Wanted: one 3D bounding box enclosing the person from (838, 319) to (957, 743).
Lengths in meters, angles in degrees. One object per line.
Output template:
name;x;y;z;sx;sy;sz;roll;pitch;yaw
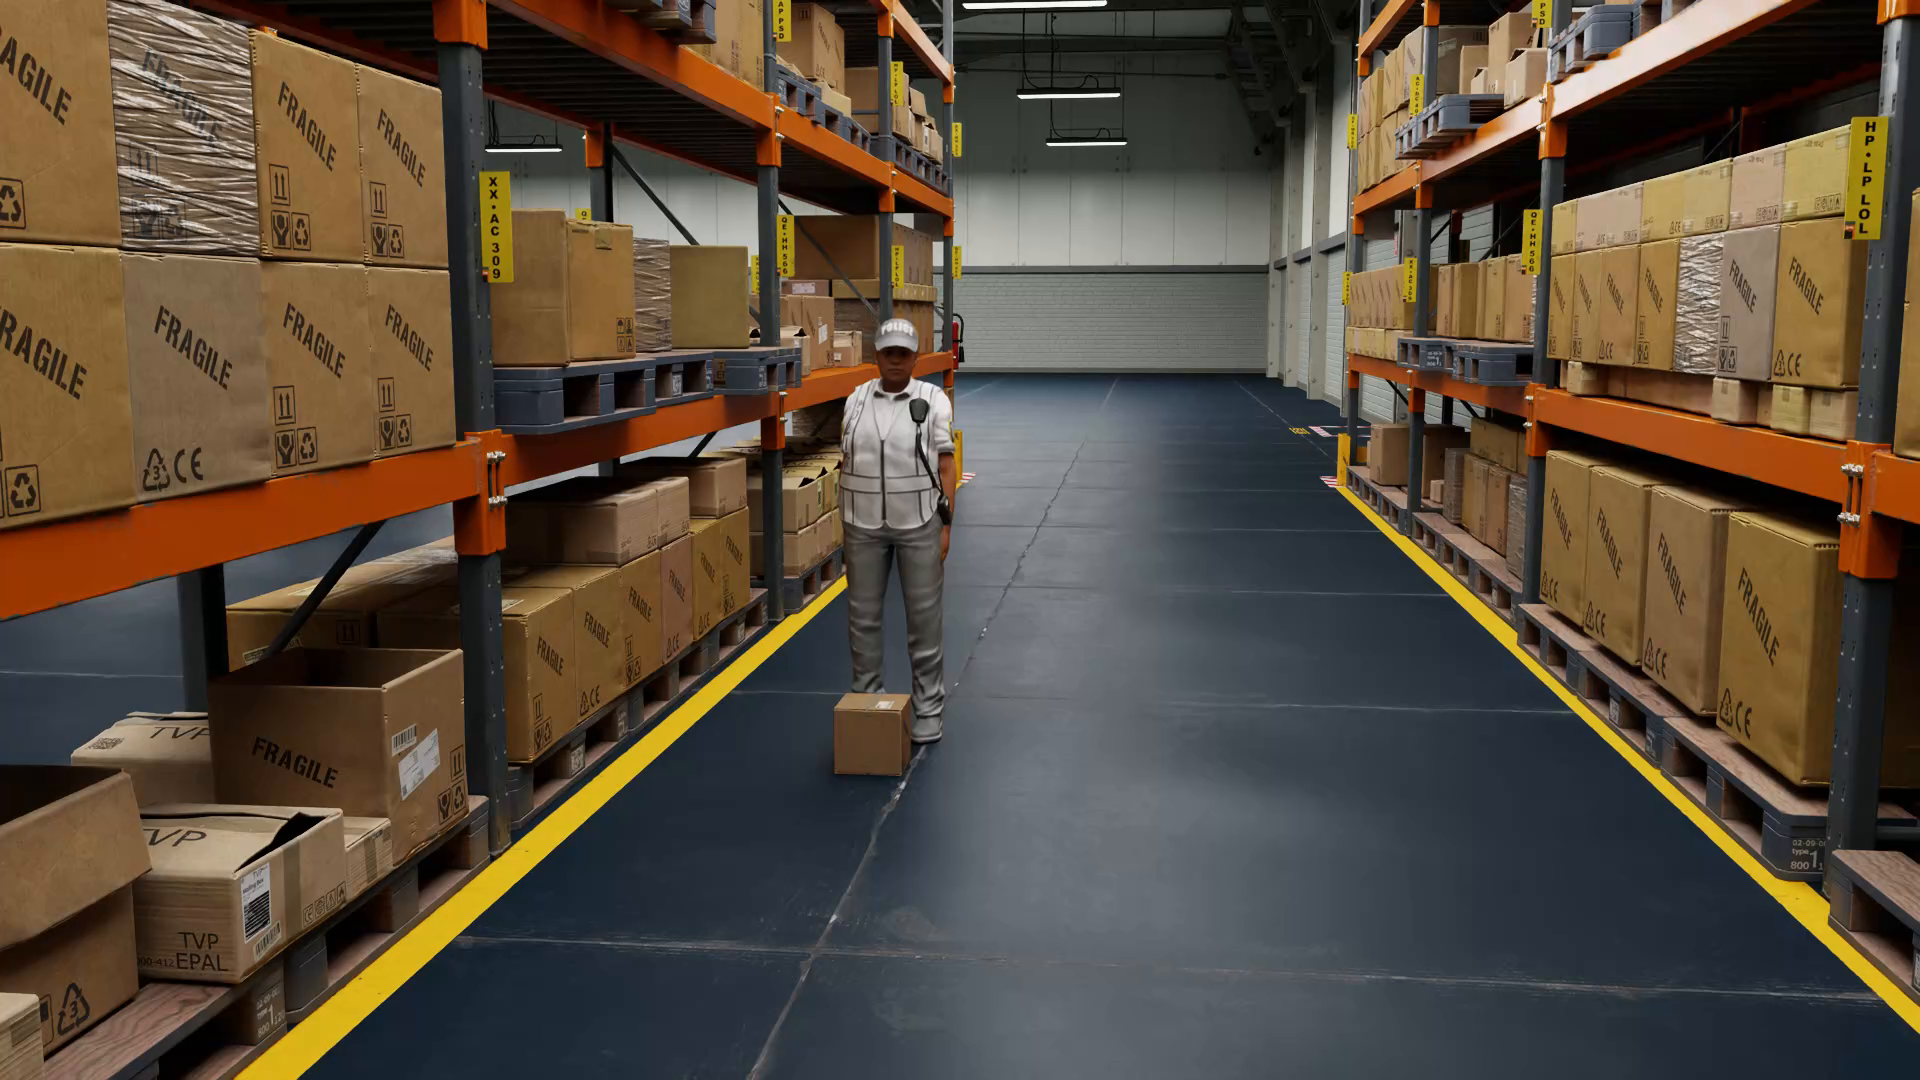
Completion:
person;-0.249;-0.037;6.576;0.468;1.663;0.383;1;8;9
